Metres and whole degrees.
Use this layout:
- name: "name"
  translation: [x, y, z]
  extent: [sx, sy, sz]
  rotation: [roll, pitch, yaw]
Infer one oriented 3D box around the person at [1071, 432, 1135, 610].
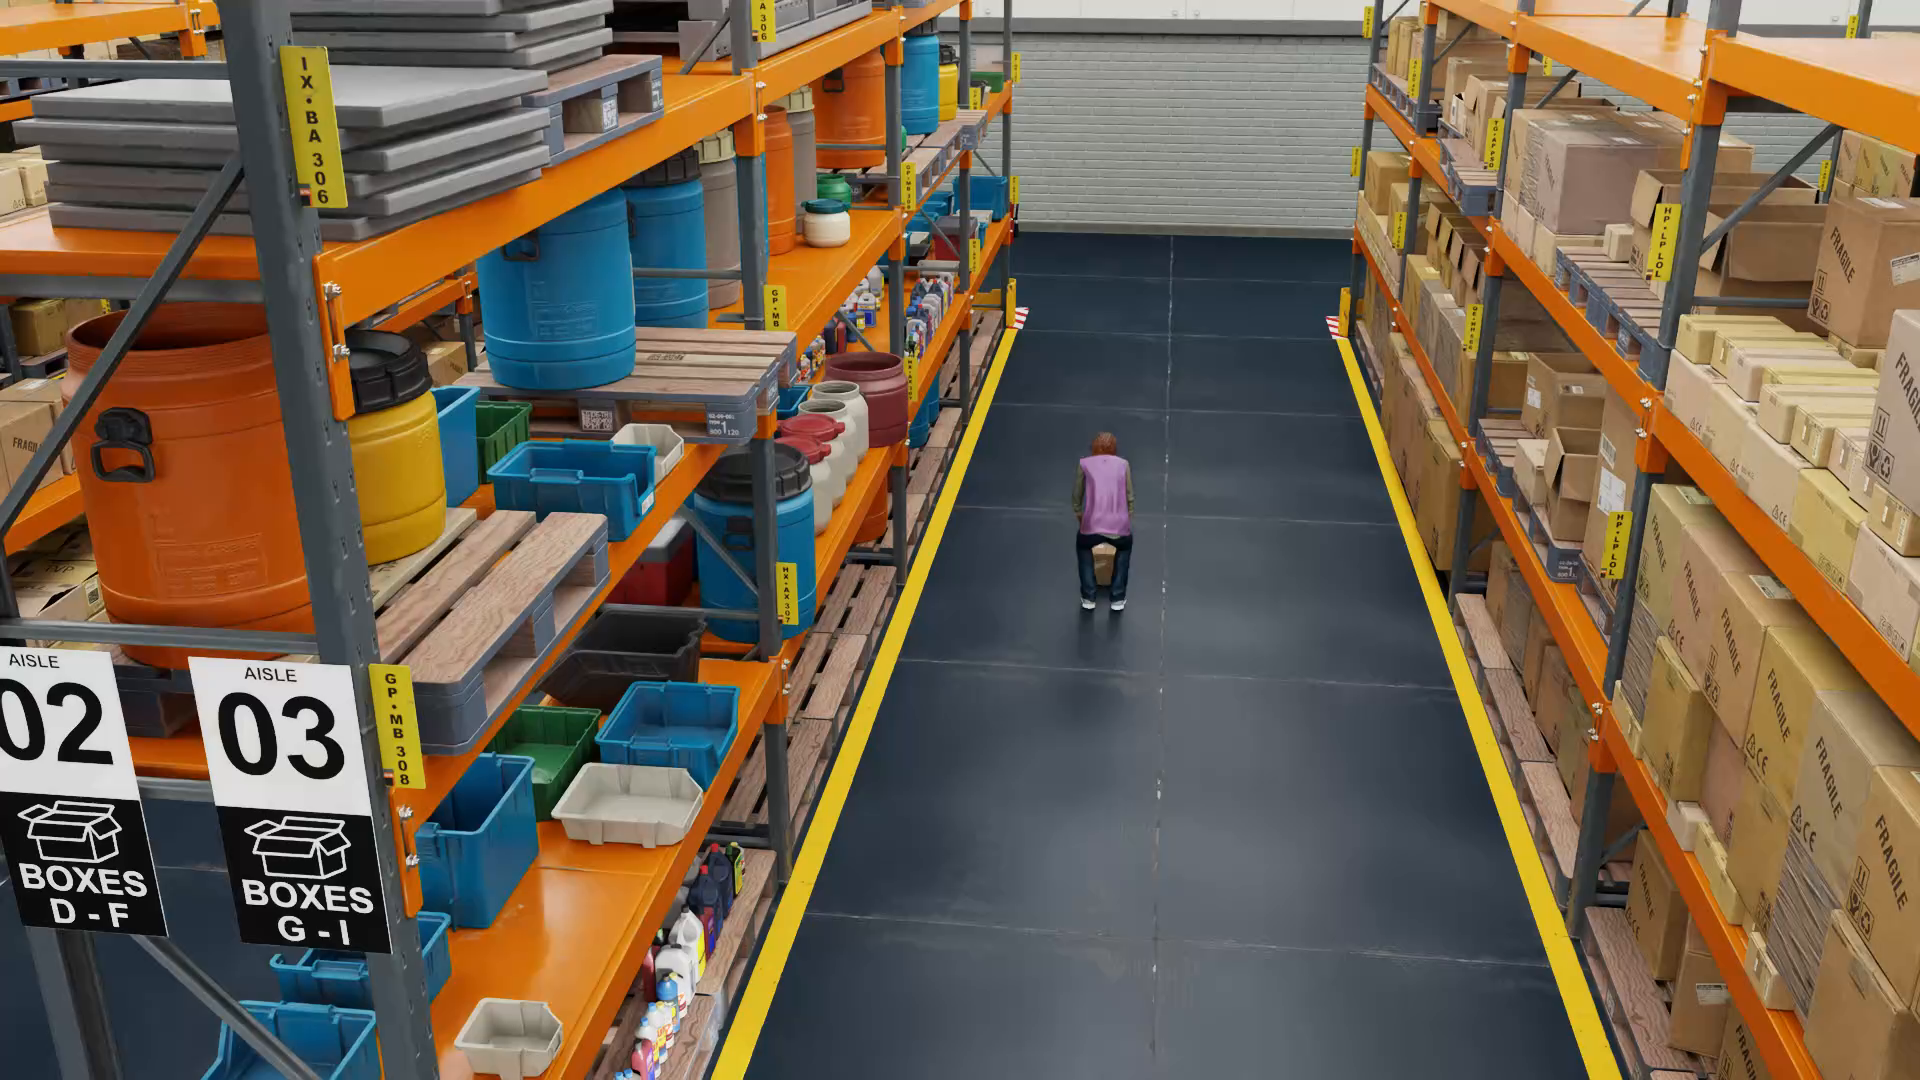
- name: "person"
  translation: [1.014, -0.110, 11.927]
  extent: [0.462, 1.200, 0.701]
  rotation: [3, 22, 6]
